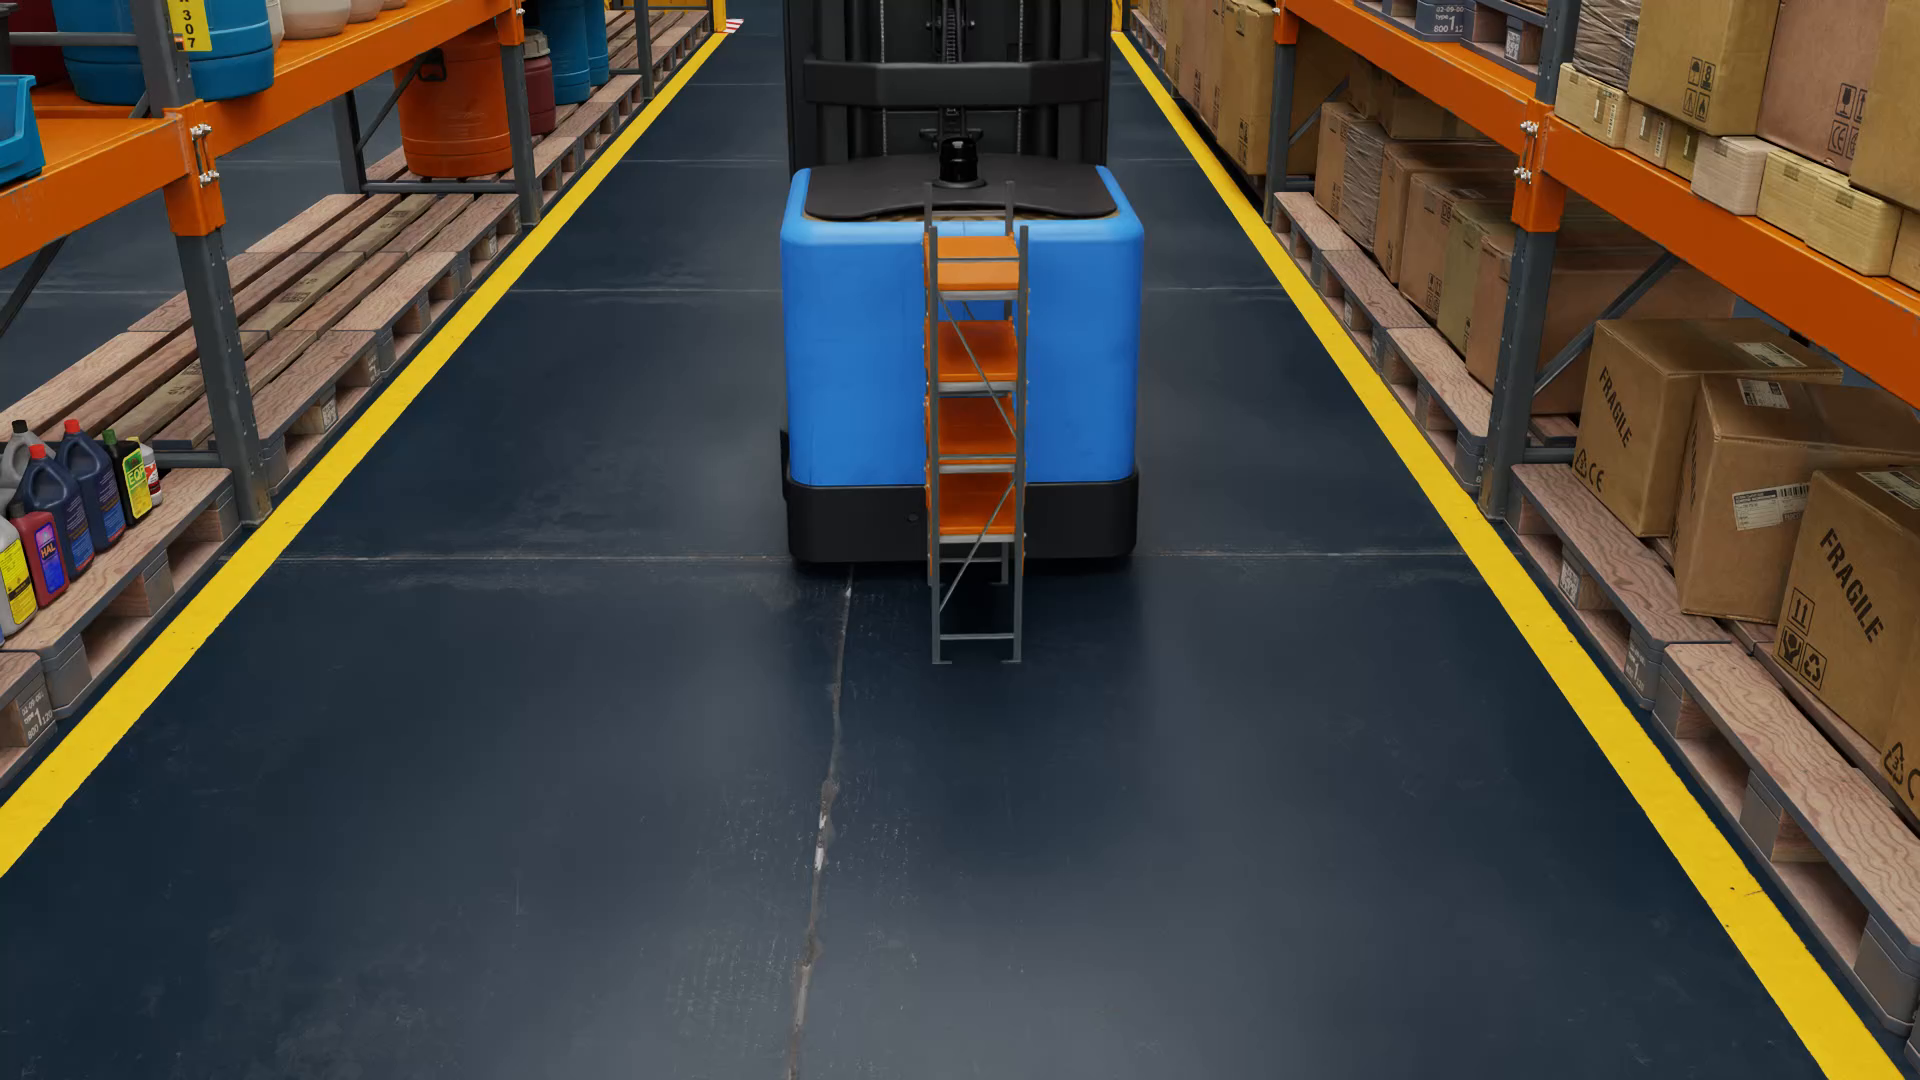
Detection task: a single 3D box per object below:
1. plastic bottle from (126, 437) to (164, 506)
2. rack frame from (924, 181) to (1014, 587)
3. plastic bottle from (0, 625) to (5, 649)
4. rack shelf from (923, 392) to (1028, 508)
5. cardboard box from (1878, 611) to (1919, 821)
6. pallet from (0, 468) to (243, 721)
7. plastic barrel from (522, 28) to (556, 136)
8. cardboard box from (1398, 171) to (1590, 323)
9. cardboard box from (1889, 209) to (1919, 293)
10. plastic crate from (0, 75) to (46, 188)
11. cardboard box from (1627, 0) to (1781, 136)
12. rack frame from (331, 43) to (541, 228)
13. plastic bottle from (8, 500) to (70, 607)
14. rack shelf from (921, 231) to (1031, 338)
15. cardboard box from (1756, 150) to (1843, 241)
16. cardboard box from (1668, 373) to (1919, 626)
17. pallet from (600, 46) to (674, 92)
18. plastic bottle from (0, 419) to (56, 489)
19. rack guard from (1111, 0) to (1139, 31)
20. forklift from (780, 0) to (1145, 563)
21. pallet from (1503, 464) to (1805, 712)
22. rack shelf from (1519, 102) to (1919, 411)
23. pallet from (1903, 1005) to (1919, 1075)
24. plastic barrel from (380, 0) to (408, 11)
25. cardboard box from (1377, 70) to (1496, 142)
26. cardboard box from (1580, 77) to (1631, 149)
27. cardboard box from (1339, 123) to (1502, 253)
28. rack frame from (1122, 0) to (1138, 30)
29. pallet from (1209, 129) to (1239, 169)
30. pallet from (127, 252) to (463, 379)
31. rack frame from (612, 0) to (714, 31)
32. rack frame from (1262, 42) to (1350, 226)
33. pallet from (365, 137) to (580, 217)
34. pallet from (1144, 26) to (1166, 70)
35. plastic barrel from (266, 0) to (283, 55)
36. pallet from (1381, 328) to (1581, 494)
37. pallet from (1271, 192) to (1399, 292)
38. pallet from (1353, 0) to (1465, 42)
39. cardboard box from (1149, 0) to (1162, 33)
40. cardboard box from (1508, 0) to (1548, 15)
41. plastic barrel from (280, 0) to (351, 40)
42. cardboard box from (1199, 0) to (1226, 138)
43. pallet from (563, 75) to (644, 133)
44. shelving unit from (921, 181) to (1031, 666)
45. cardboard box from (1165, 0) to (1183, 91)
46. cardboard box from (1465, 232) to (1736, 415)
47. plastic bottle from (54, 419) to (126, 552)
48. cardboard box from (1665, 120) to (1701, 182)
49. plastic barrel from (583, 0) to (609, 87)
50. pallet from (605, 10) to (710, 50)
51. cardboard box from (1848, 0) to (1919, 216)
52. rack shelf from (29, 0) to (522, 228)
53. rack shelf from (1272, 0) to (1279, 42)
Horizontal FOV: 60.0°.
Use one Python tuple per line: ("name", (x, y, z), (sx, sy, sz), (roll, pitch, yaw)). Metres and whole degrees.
("plastic bottle", (-2.432, -0.206, 4.927), (0.097, 0.201, 0.097), (0, 24, 0))
("rack frame", (0.024, -0.412, 4.705), (0.240, 1.200, 0.015), (-1, 24, -2))
("plastic bottle", (-2.449, 0.155, 4.038), (0.152, 0.276, 0.135), (0, 24, 0))
("rack shelf", (0.035, -0.250, 4.511), (0.258, 0.148, 0.480), (-1, 24, -2))
("cardboard box", (2.230, 0.384, 3.285), (0.500, 0.500, 0.500), (2, 24, 4))
("pallet", (-2.782, 0.119, 4.730), (1.003, 0.211, 1.213), (0, 24, -1))
("plastic barrel", (-2.826, -2.836, 10.297), (0.600, 0.588, 0.708), (0, 24, -1))
("cardboard box", (2.227, -1.192, 6.746), (0.700, 0.500, 0.500), (-2, 24, -5))
("cardboard box", (1.984, -0.525, 3.076), (0.380, 0.149, 0.250), (0, 24, -1))
("plastic crate", (-2.464, -0.906, 3.793), (0.499, 0.251, 0.616), (0, 24, -1))
("cardboard box", (2.118, -1.240, 3.869), (0.875, 0.500, 0.500), (0, 24, -1))
("rack frame", (-2.791, -3.077, 8.412), (1.000, 3.000, 0.127), (0, 24, -1))
("plastic bottle", (-2.407, 0.019, 4.330), (0.061, 0.283, 0.133), (1, 24, 3))
("rack shelf", (0.035, -0.670, 4.321), (0.258, 0.148, 0.480), (-1, 24, -2))
("cardboard box", (1.945, -0.731, 3.531), (0.380, 0.149, 0.250), (0, 24, -1))
("cardboard box", (2.183, -0.102, 4.359), (0.500, 0.500, 0.500), (8, 25, 16))
("pallet", (-2.882, -3.757, 13.301), (1.003, 0.211, 1.213), (0, 24, -1))
("plastic bottle", (-2.597, -0.157, 4.638), (0.144, 0.351, 0.185), (0, 24, -1))
("rack guard", (2.074, -5.266, 16.287), (1.175, 0.500, 0.348), (0, 24, -1))
("forklift", (-0.053, -1.833, 5.746), (1.130, 2.935, 3.031), (-1, 24, -2))
("pallet", (2.248, 0.097, 4.780), (1.003, 0.211, 1.213), (0, 24, -1))
("rack shelf", (2.227, -0.299, 3.143), (1.077, 0.370, 4.000), (0, 24, -1))
("pallet", (2.274, 1.102, 2.557), (1.003, 0.211, 1.213), (0, 24, -1))
("plastic barrel", (-2.562, -2.531, 7.070), (0.421, 0.512, 0.421), (0, 24, 0))
("cardboard box", (2.215, -2.008, 7.638), (0.500, 0.250, 0.500), (2, 24, 5))
("cardboard box", (1.896, -1.143, 4.442), (0.380, 0.149, 0.250), (0, 24, -1))
("cardboard box", (2.207, -1.656, 7.771), (0.700, 0.500, 0.500), (-2, 24, -5))
("rack frame", (2.074, -6.395, 15.750), (1.000, 3.000, 0.127), (0, 24, -1))
("pallet", (2.218, -2.655, 10.864), (1.003, 0.211, 1.213), (0, 24, -1))
("pallet", (-2.811, -0.985, 7.172), (1.003, 0.211, 1.213), (0, 24, -1))
("rack frame", (-2.879, -6.373, 15.701), (1.000, 3.000, 0.127), (0, 24, -1))
("rack frame", (2.161, -3.099, 8.462), (1.000, 3.000, 0.127), (0, 24, -1))
("pallet", (-2.842, -2.131, 9.705), (1.003, 0.211, 1.213), (0, 24, -1))
("pallet", (2.171, -4.294, 14.488), (1.003, 0.211, 1.213), (0, 24, -1))
("plastic barrel", (-2.539, -1.885, 5.614), (0.433, 0.535, 0.433), (0, 24, 0))
("pallet", (2.195, -0.501, 6.101), (1.003, 0.211, 1.213), (0, 24, -1))
("pallet", (2.168, -1.506, 8.324), (1.003, 0.211, 1.213), (0, 24, -1))
("pallet", (2.224, -2.196, 6.698), (1.003, 0.211, 1.213), (0, 24, -1))
("cardboard box", (2.171, -4.980, 14.690), (0.875, 0.875, 0.875), (0, 24, -1))
("cardboard box", (2.336, -2.243, 5.332), (1.000, 1.000, 1.000), (0, 24, 0))
("plastic barrel", (-2.547, -2.188, 6.282), (0.433, 0.535, 0.433), (0, 24, 0))
("cardboard box", (2.173, -2.974, 10.254), (1.225, 0.875, 0.875), (0, 24, 0))
("pallet", (-2.868, -3.136, 11.928), (1.003, 0.211, 1.213), (0, 24, -1))
("shelving unit", (0.035, -0.312, 4.483), (0.258, 1.200, 0.503), (-1, 24, -2))
("cardboard box", (2.145, -3.707, 11.874), (1.225, 0.875, 0.875), (0, 24, 0))
("cardboard box", (2.220, -0.765, 5.801), (0.700, 0.500, 0.500), (-2, 24, -5))
("plastic bottle", (-2.453, -0.158, 4.639), (0.144, 0.351, 0.185), (-1, 24, -2))
("cardboard box", (1.939, -0.937, 3.987), (0.380, 0.149, 0.250), (0, 24, -1))
("plastic barrel", (-2.846, -3.736, 11.907), (0.600, 0.901, 0.708), (0, 24, -1))
("pallet", (-2.908, -4.763, 15.524), (1.003, 0.211, 1.213), (0, 24, -1))
("cardboard box", (2.189, -0.828, 2.958), (0.875, 0.500, 0.500), (0, 24, -1))
("rack shelf", (-2.770, -1.925, 6.738), (1.077, 0.370, 4.000), (0, 24, -1))
("rack shelf", (2.139, -3.595, 10.432), (1.077, 0.370, 4.000), (0, 24, -1))
